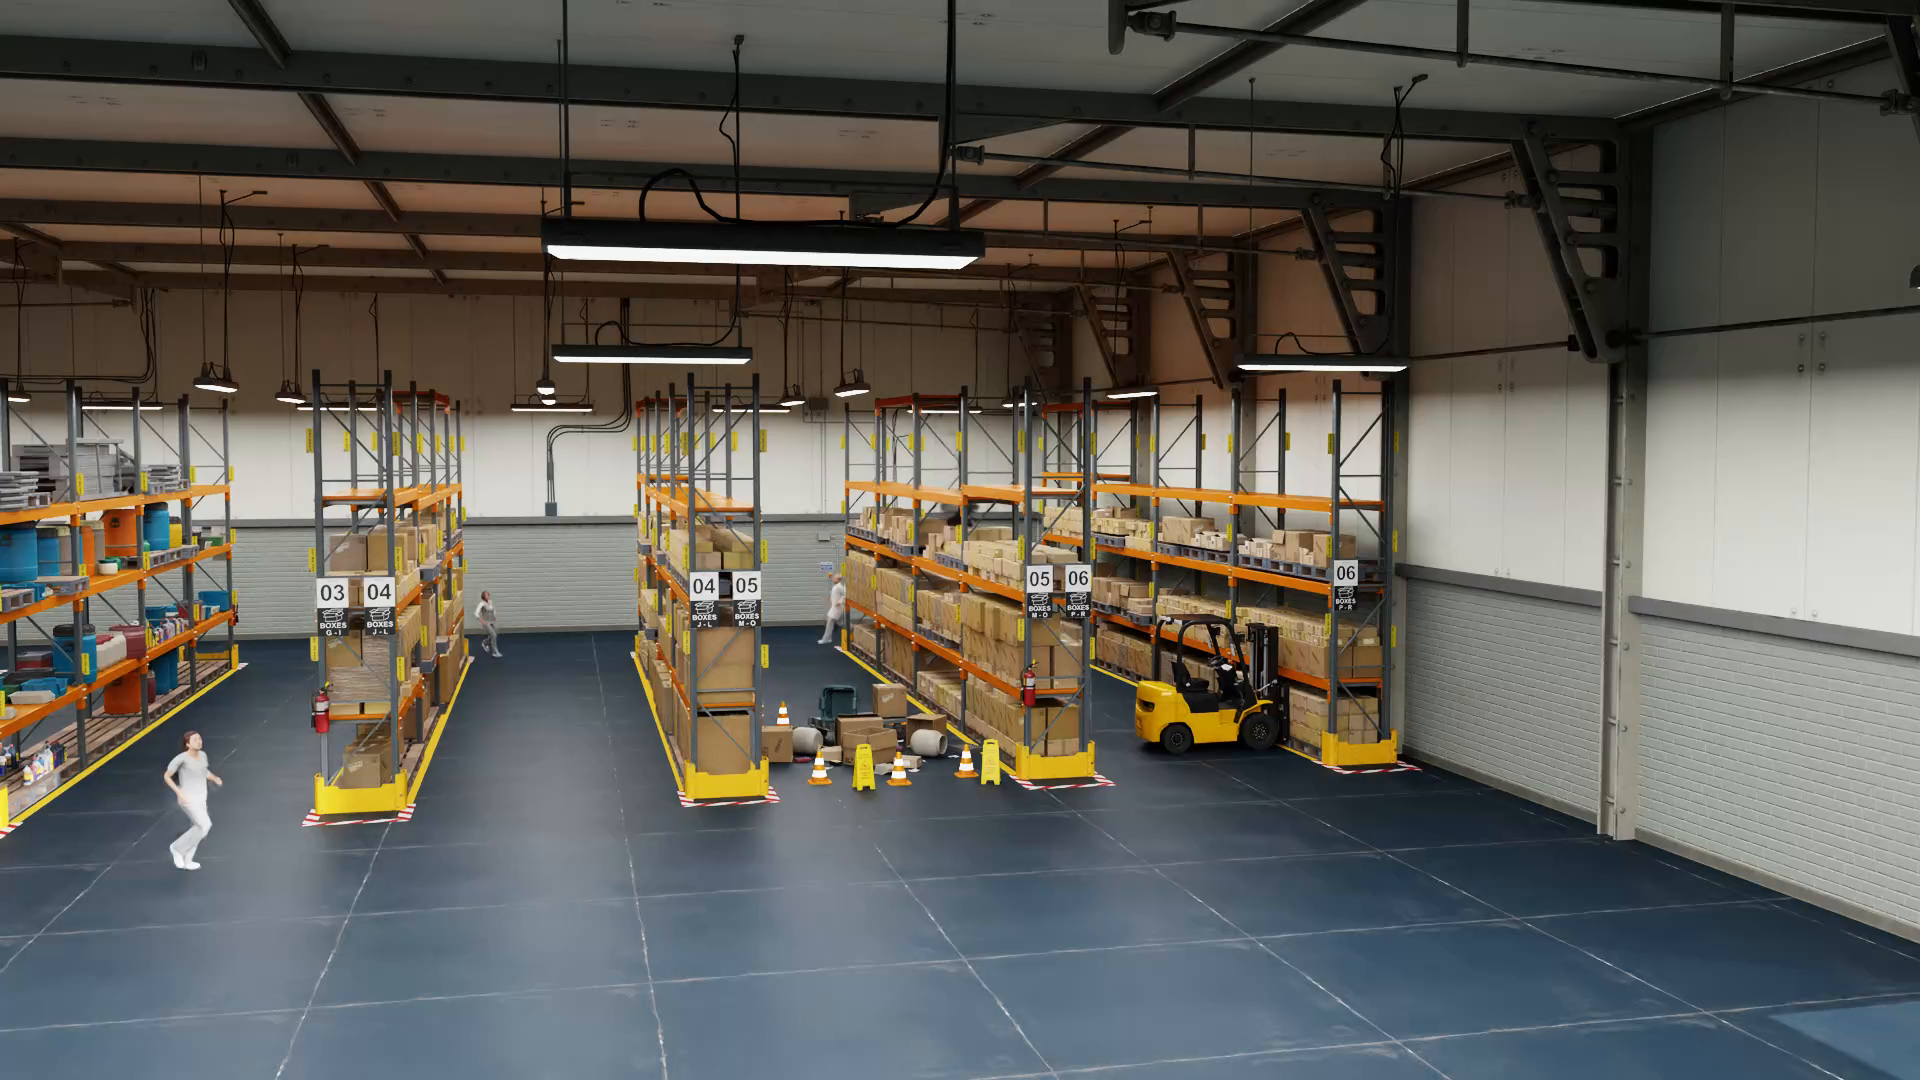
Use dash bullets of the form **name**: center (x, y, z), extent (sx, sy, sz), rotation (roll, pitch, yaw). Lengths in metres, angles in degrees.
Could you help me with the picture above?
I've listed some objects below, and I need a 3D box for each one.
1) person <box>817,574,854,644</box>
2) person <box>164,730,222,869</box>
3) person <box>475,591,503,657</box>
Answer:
- **person**: center (-3.040, 1.729, 41.660), extent (1.073, 1.770, 0.744), rotation (0, 3, -5)
- **person**: center (-8.969, 3.062, 19.552), extent (0.557, 1.617, 0.551), rotation (1, 3, 14)
- **person**: center (-11.142, 1.971, 39.068), extent (0.679, 1.563, 0.602), rotation (2, 4, 29)
